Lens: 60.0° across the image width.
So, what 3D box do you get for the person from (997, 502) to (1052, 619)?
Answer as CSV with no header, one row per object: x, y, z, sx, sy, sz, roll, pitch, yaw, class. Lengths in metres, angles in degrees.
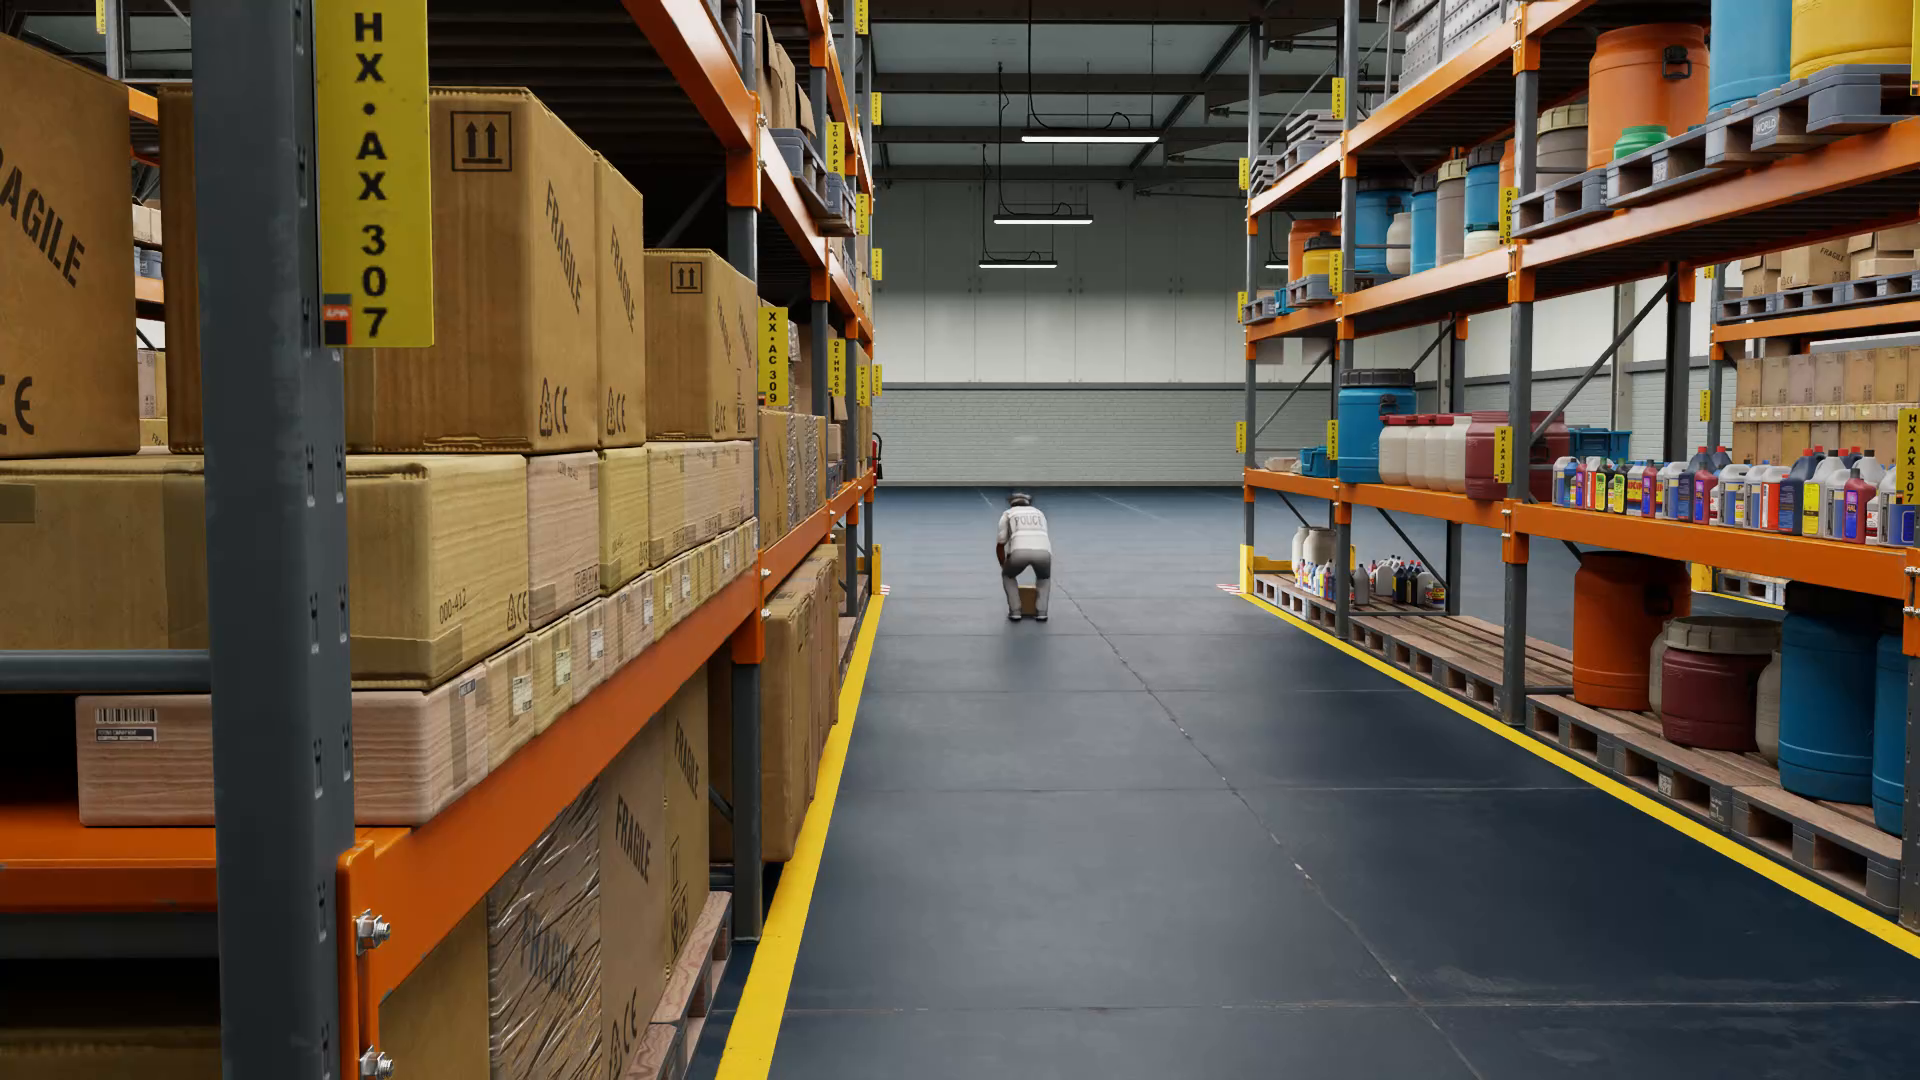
0.588,0.190,15.230,0.491,1.057,0.840,0,4,-1,person
